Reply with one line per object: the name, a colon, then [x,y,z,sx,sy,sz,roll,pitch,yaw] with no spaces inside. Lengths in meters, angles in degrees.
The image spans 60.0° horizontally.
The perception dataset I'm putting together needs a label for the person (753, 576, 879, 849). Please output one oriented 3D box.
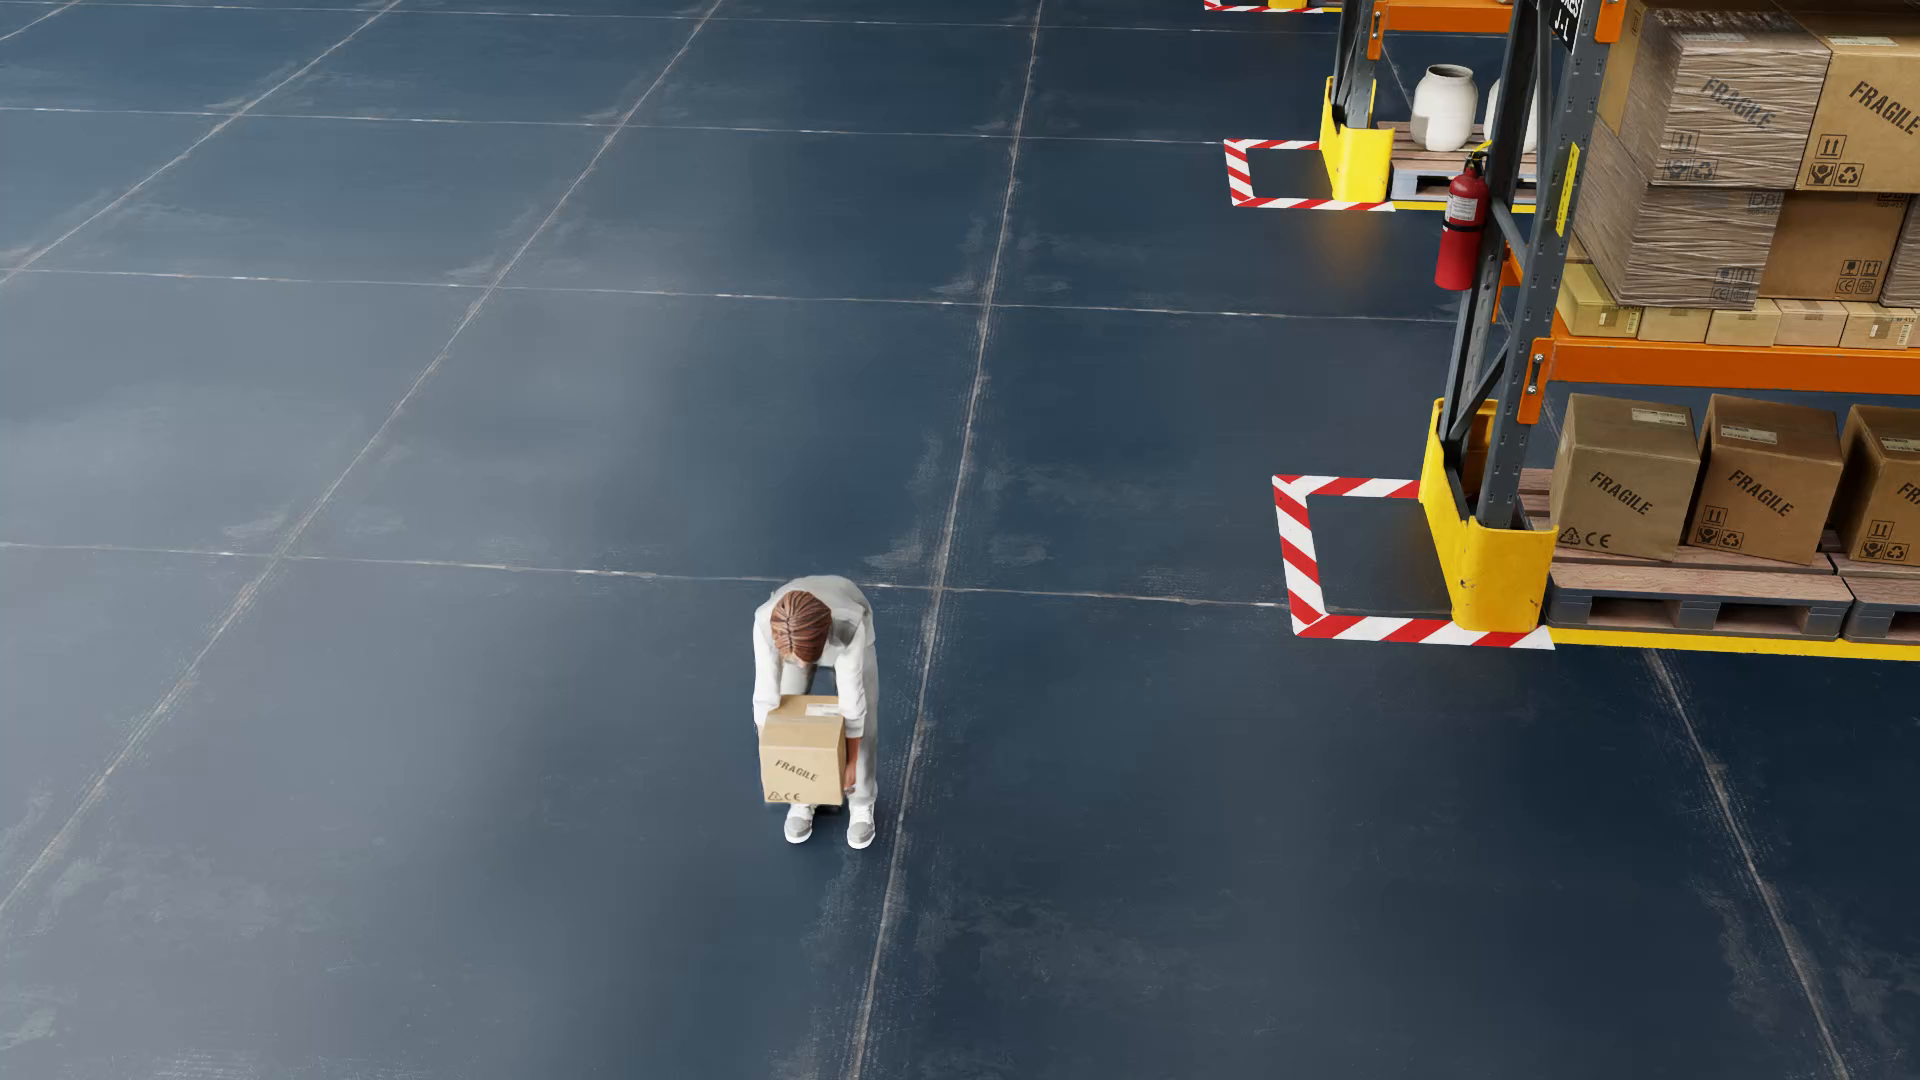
person: [-0.477,0.573,5.532,0.385,1.293,0.780,2,32,3]
